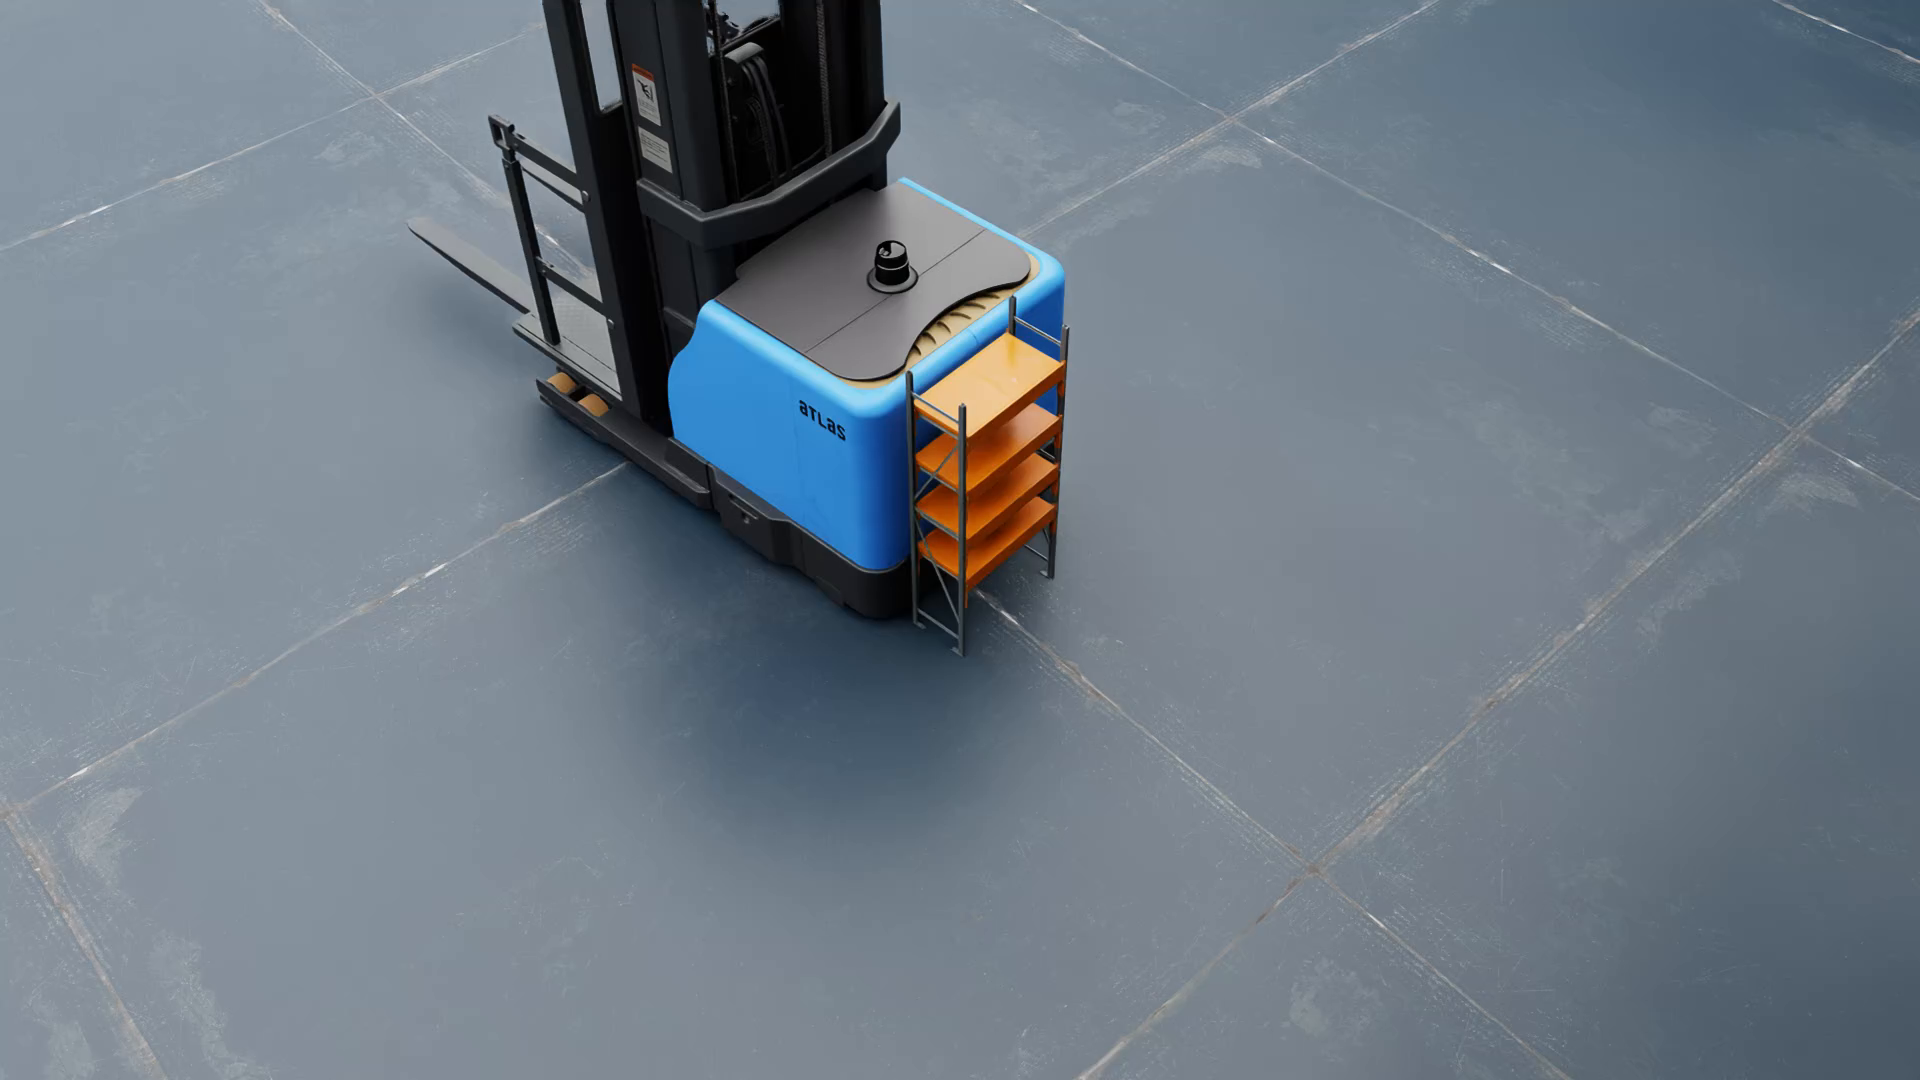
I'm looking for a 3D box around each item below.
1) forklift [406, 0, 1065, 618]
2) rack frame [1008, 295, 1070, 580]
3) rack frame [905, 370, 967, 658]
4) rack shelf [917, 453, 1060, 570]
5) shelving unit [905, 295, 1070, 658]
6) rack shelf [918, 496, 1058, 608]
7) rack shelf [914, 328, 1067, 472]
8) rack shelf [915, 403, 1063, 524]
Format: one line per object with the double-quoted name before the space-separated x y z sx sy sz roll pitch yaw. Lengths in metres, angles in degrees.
"forklift" -1.057 -1.665 5.792 3.031 2.935 1.130 33 56 27
"rack frame" 0.251 -0.320 5.729 0.240 1.200 0.015 33 56 27
"rack frame" -0.074 -0.053 5.483 0.240 1.200 0.015 33 56 27
"rack shelf" 0.088 -0.141 5.655 0.258 0.148 0.480 33 56 27
"shelving unit" 0.088 -0.187 5.606 0.258 1.200 0.503 33 56 27
"rack shelf" 0.088 -0.006 5.801 0.258 0.148 0.480 33 56 27
"rack shelf" 0.089 -0.453 5.317 0.258 0.148 0.480 33 56 27
"rack shelf" 0.088 -0.293 5.491 0.258 0.148 0.480 33 56 27
